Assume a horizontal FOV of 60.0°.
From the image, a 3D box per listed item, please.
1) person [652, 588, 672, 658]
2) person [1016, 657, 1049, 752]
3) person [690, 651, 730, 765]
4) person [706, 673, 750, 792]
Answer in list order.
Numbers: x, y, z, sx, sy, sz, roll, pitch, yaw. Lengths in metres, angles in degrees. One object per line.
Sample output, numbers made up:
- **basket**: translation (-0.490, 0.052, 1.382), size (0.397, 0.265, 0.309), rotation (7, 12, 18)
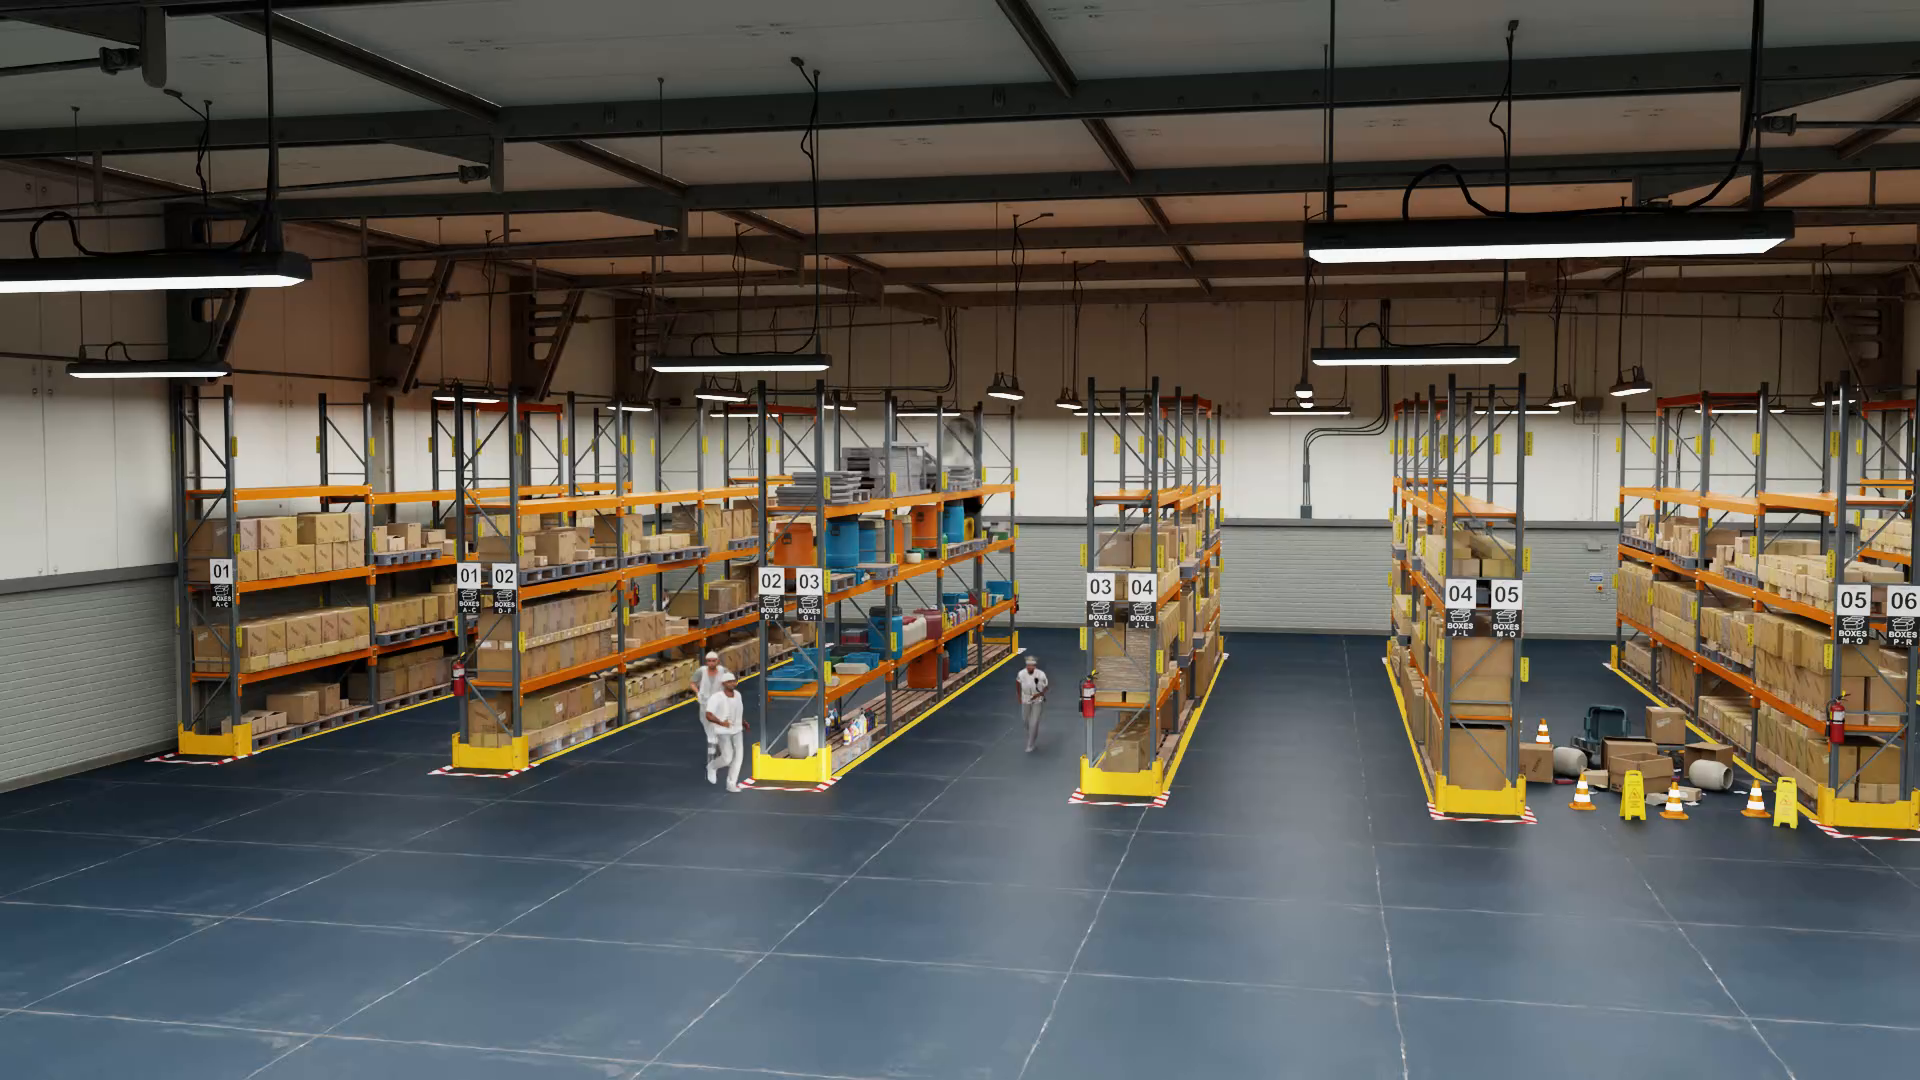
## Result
- **person**: translation (-6.846, 1.975, 38.612), size (0.663, 1.787, 0.923), rotation (0, 3, 6)
- **person**: translation (1.184, 2.687, 27.328), size (0.563, 1.618, 0.697), rotation (1, 3, 9)
- **person**: translation (-3.972, 2.637, 26.577), size (0.658, 1.773, 1.135), rotation (0, 3, -5)
- **person**: translation (-3.392, 2.783, 24.191), size (0.687, 1.728, 0.699), rotation (3, 4, 45)
